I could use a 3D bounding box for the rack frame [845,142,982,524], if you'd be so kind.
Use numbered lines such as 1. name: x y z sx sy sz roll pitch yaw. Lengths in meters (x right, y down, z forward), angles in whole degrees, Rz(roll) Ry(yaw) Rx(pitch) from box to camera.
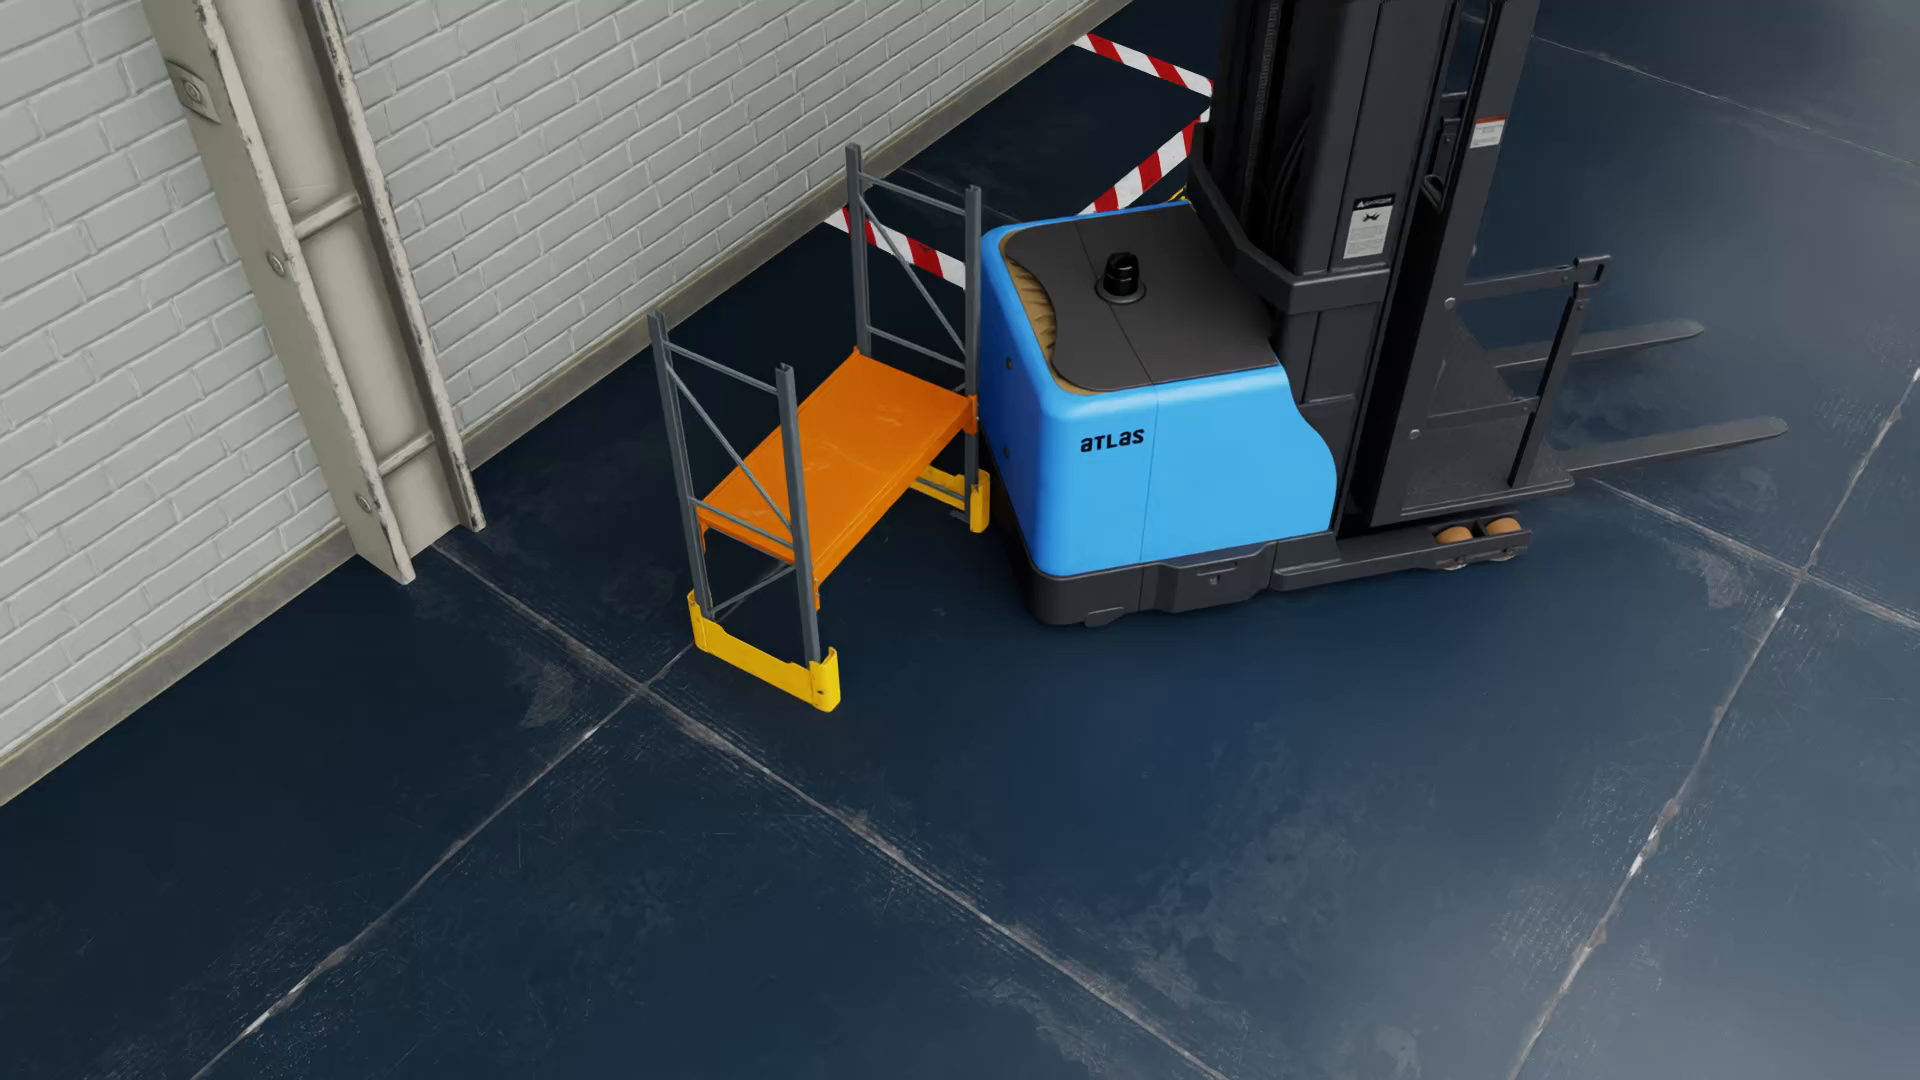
1. rack frame: -0.152 -0.674 5.857 0.500 1.500 0.032 24 51 21

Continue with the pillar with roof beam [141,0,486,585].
1. pillar with roof beam: 1.372 -1.218 1.191 9.100 9.000 0.400 29 53 25

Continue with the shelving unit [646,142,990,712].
1. shelving unit: -0.414 -0.367 5.563 0.587 1.500 1.083 24 51 21

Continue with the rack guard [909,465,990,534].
1. rack guard: -0.152 -0.242 6.308 0.587 0.250 0.087 24 51 21

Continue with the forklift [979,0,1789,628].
1. forklift: 1.618 -1.266 5.432 3.031 2.935 1.130 -10 47 -9

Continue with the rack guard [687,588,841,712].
1. rack guard: -0.675 0.372 5.722 0.587 0.250 0.087 24 51 21

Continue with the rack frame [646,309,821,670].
1. rack frame: -0.685 -0.048 5.259 0.500 1.500 0.032 24 51 21

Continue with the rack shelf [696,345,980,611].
1. rack shelf: -0.418 -0.237 5.688 0.538 0.185 1.000 24 51 21
